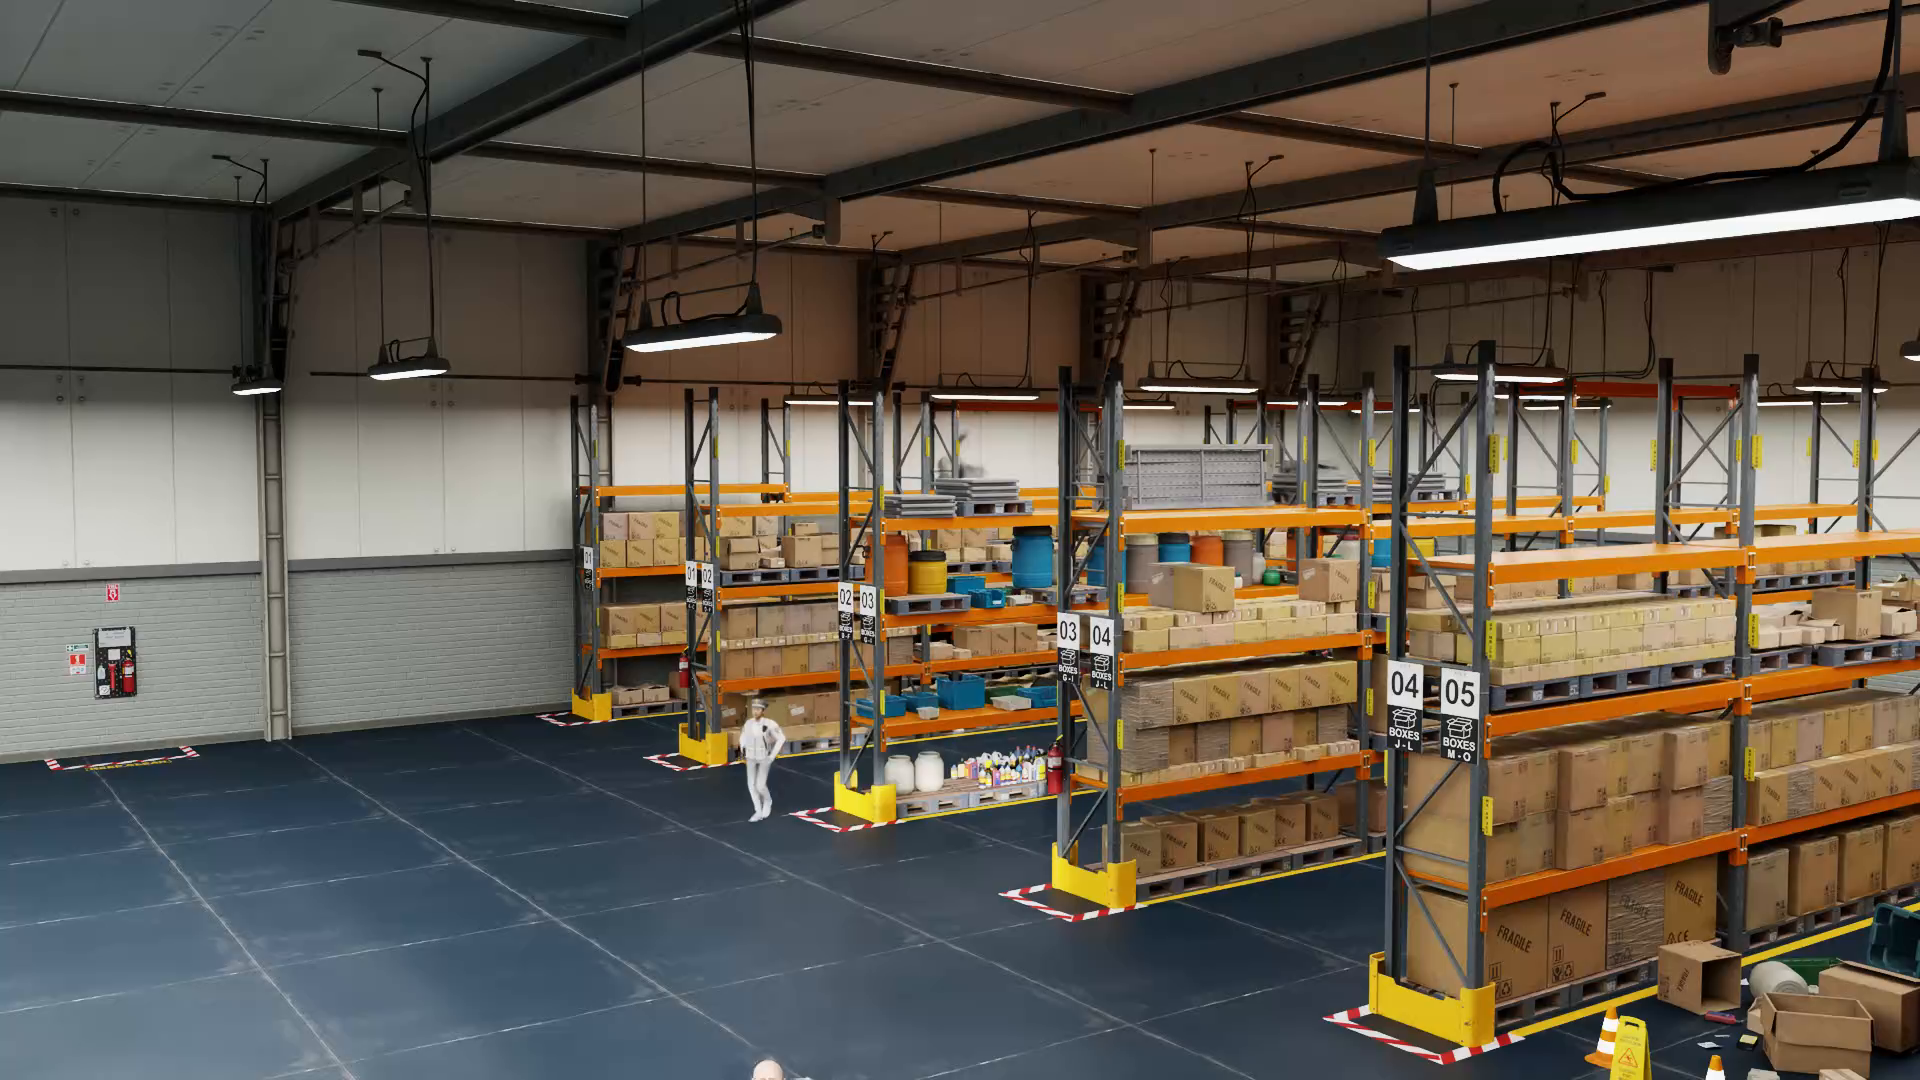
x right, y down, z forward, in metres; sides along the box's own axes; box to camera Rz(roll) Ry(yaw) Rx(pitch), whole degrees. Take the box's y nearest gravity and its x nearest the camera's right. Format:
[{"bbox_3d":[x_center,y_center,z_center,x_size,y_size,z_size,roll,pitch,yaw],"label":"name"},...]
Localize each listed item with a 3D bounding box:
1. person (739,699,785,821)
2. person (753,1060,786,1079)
[{"bbox_3d":[-2.731,2.975,22.470,0.621,1.670,0.505,1,4,17],"label":"person"},{"bbox_3d":[-1.055,3.745,9.229,0.711,1.743,0.756,0,3,-7],"label":"person"}]
